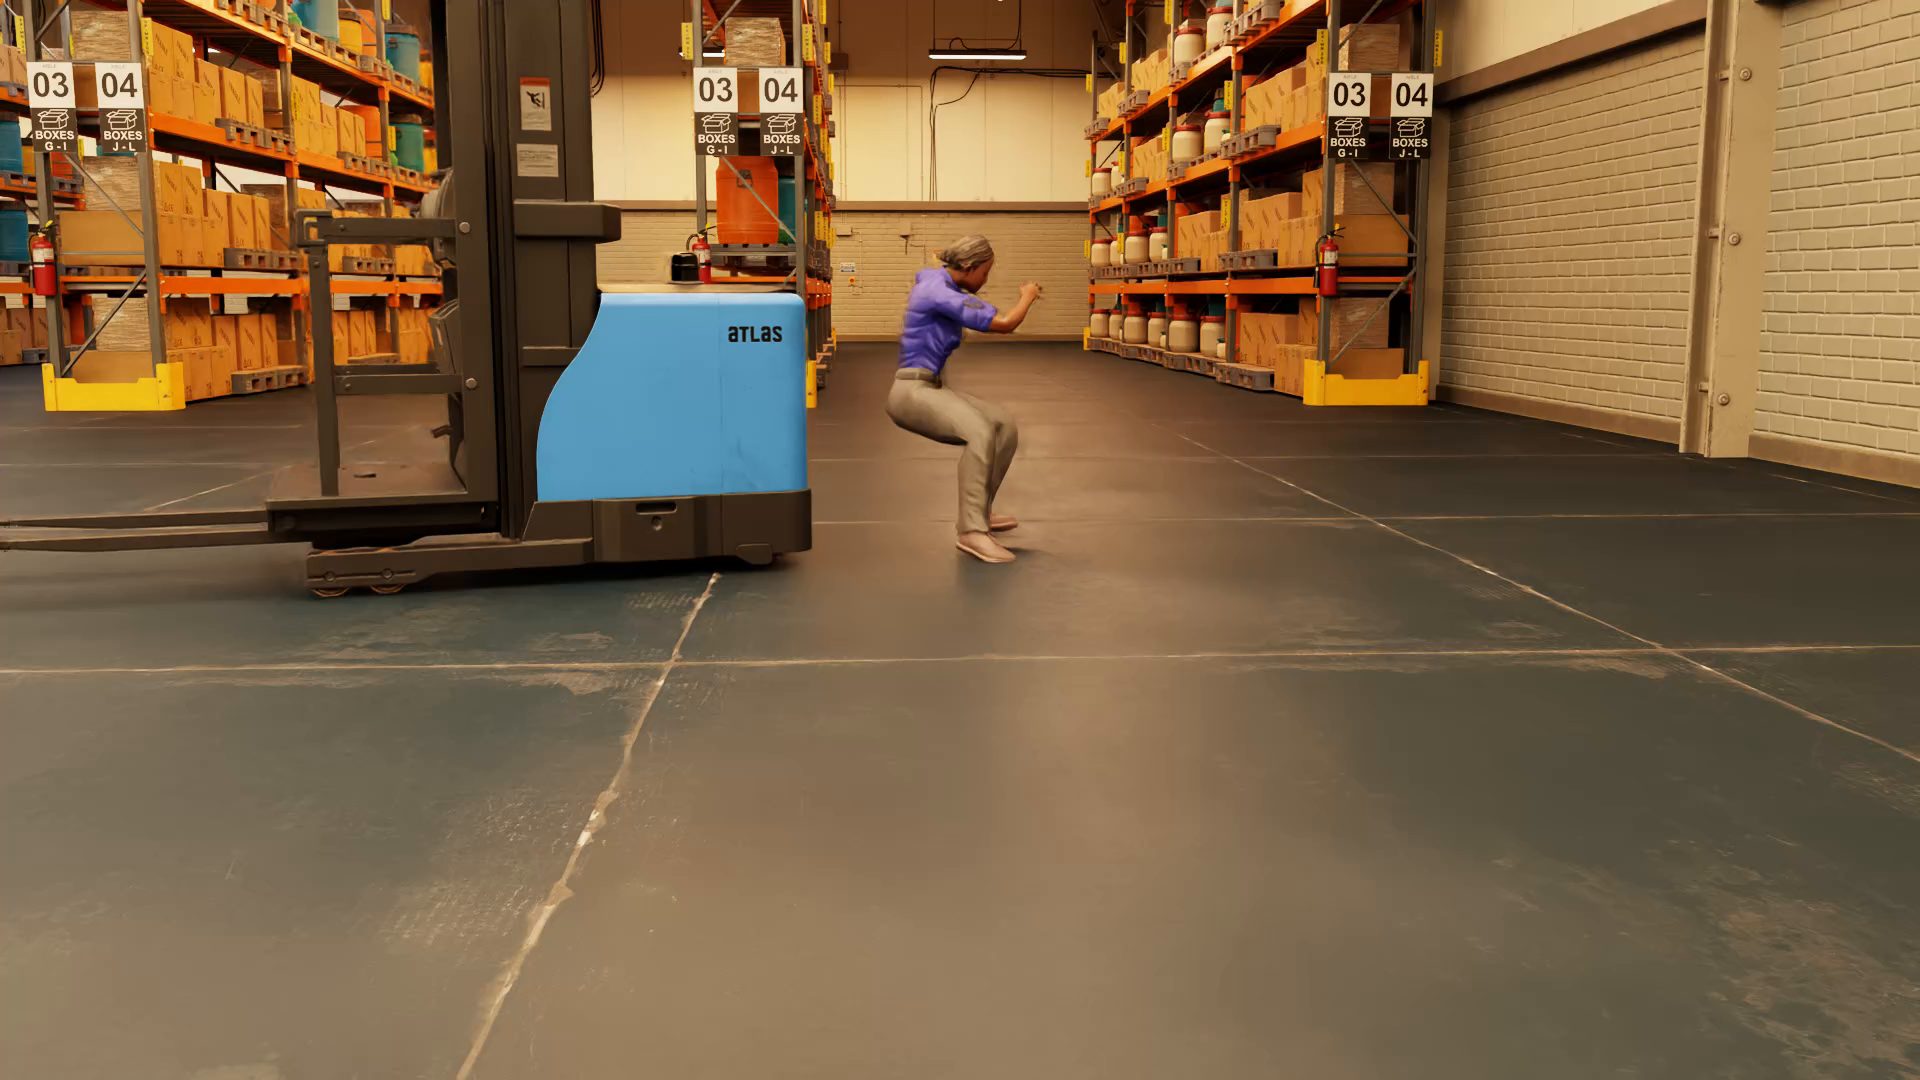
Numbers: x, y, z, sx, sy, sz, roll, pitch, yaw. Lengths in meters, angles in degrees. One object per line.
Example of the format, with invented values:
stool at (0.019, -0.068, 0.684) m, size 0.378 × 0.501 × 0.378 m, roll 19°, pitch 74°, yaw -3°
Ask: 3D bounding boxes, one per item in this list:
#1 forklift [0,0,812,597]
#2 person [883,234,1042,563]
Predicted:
forklift at (-2.160, -1.332, 6.302) m, size 3.031 × 2.935 × 1.130 m, roll -3°, pitch 9°, yaw -20°
person at (0.016, -0.657, 7.302) m, size 0.682 × 1.347 × 1.414 m, roll 0°, pitch 8°, yaw 1°
